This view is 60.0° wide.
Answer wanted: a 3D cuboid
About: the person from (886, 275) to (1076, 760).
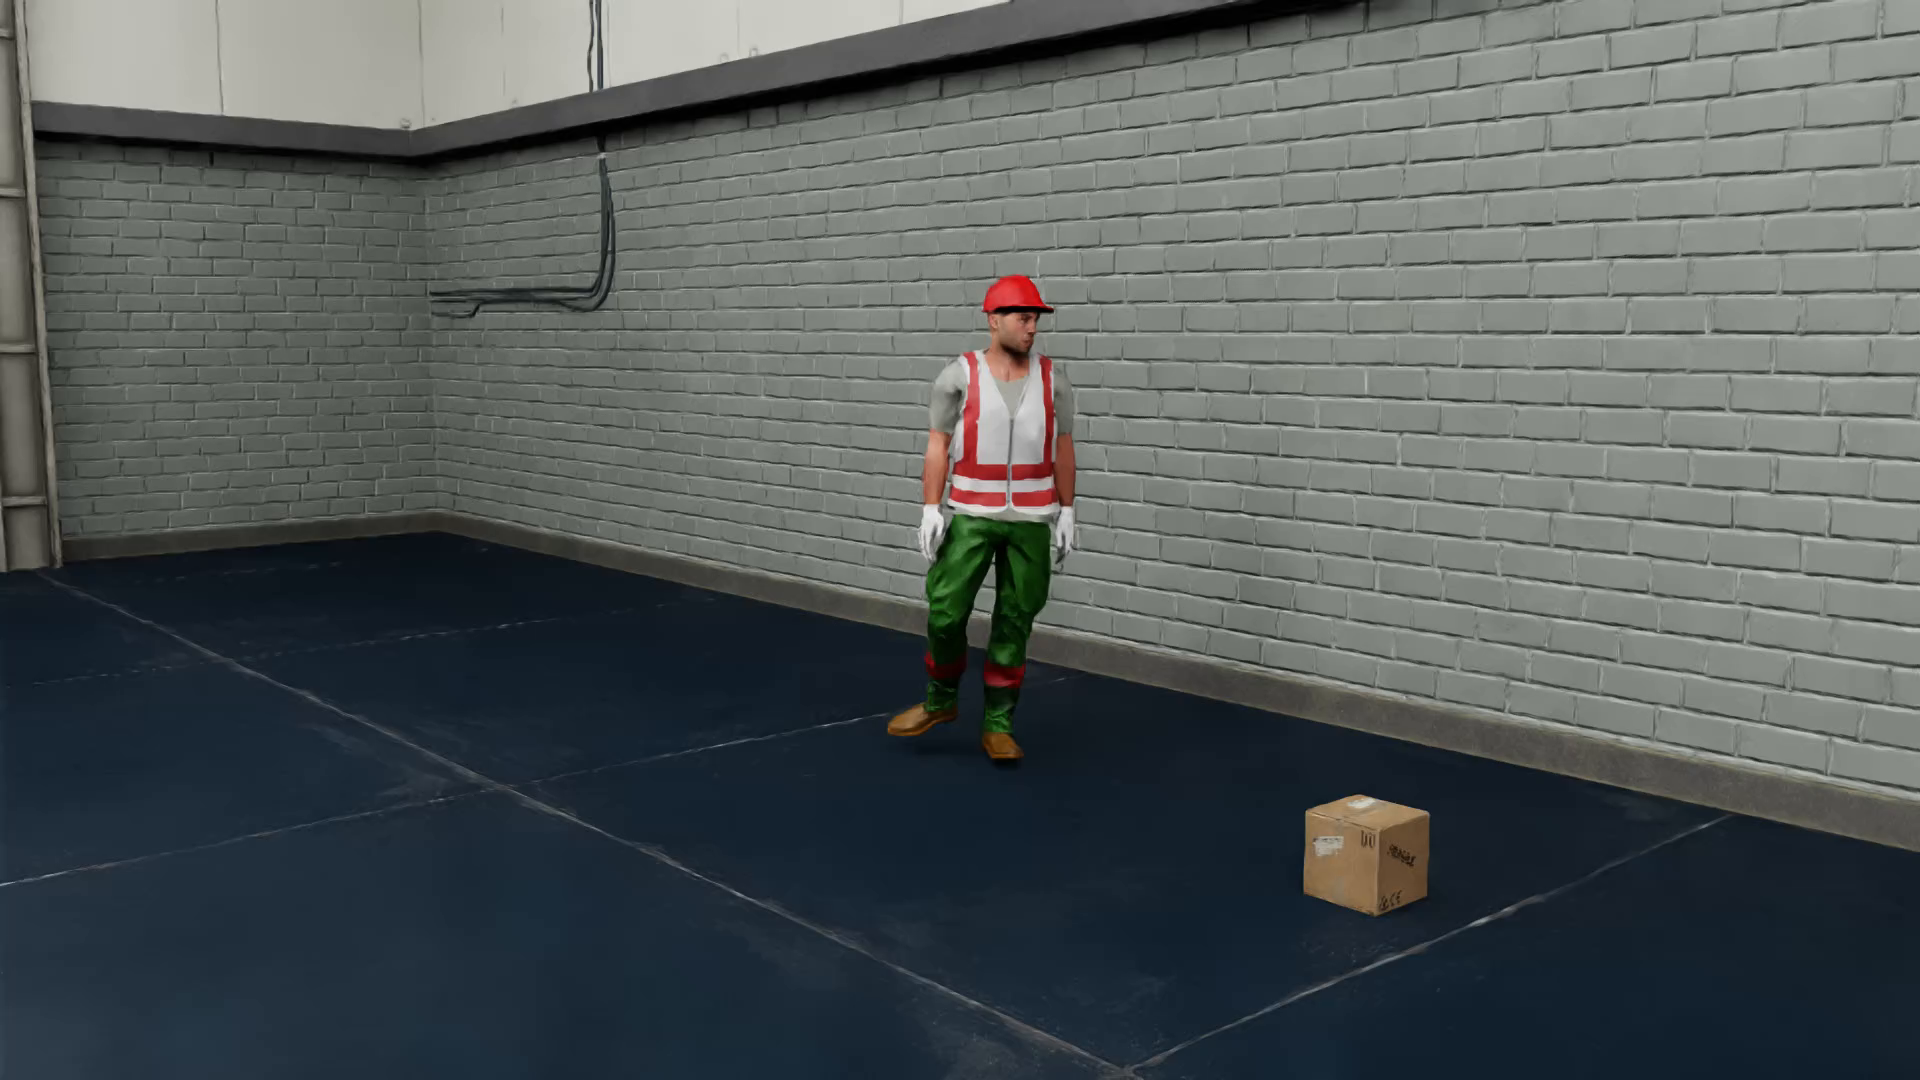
[{"bbox_3d":[0.088,-0.075,6.133,0.711,1.781,0.430,-1,7,-7],"label":"person"}]
